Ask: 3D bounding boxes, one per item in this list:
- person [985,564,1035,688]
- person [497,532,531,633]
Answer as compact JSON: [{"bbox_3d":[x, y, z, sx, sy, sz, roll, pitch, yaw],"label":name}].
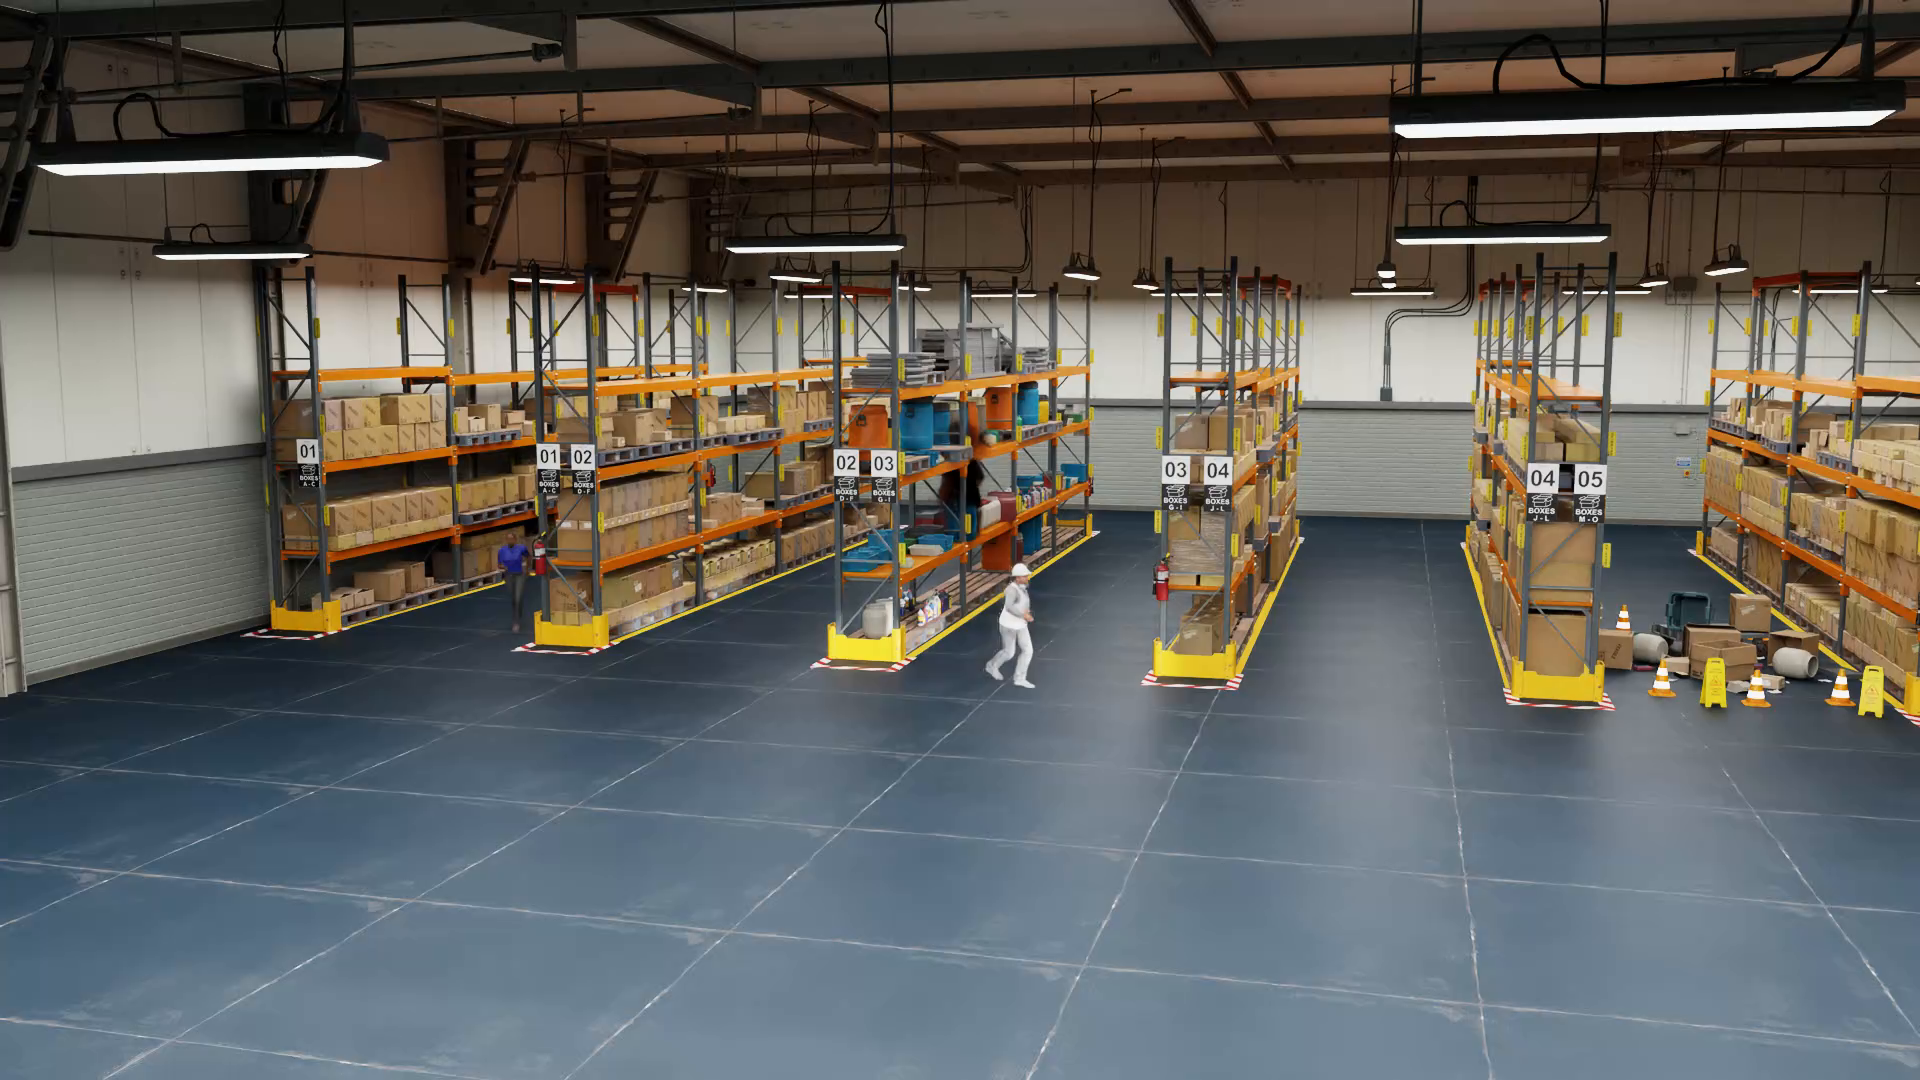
[{"bbox_3d":[0.676,1.186,23.274,0.830,1.745,0.616,5,9,33],"label":"person"},{"bbox_3d":[-7.451,0.672,27.795,0.472,1.659,0.914,0,7,2],"label":"person"}]
